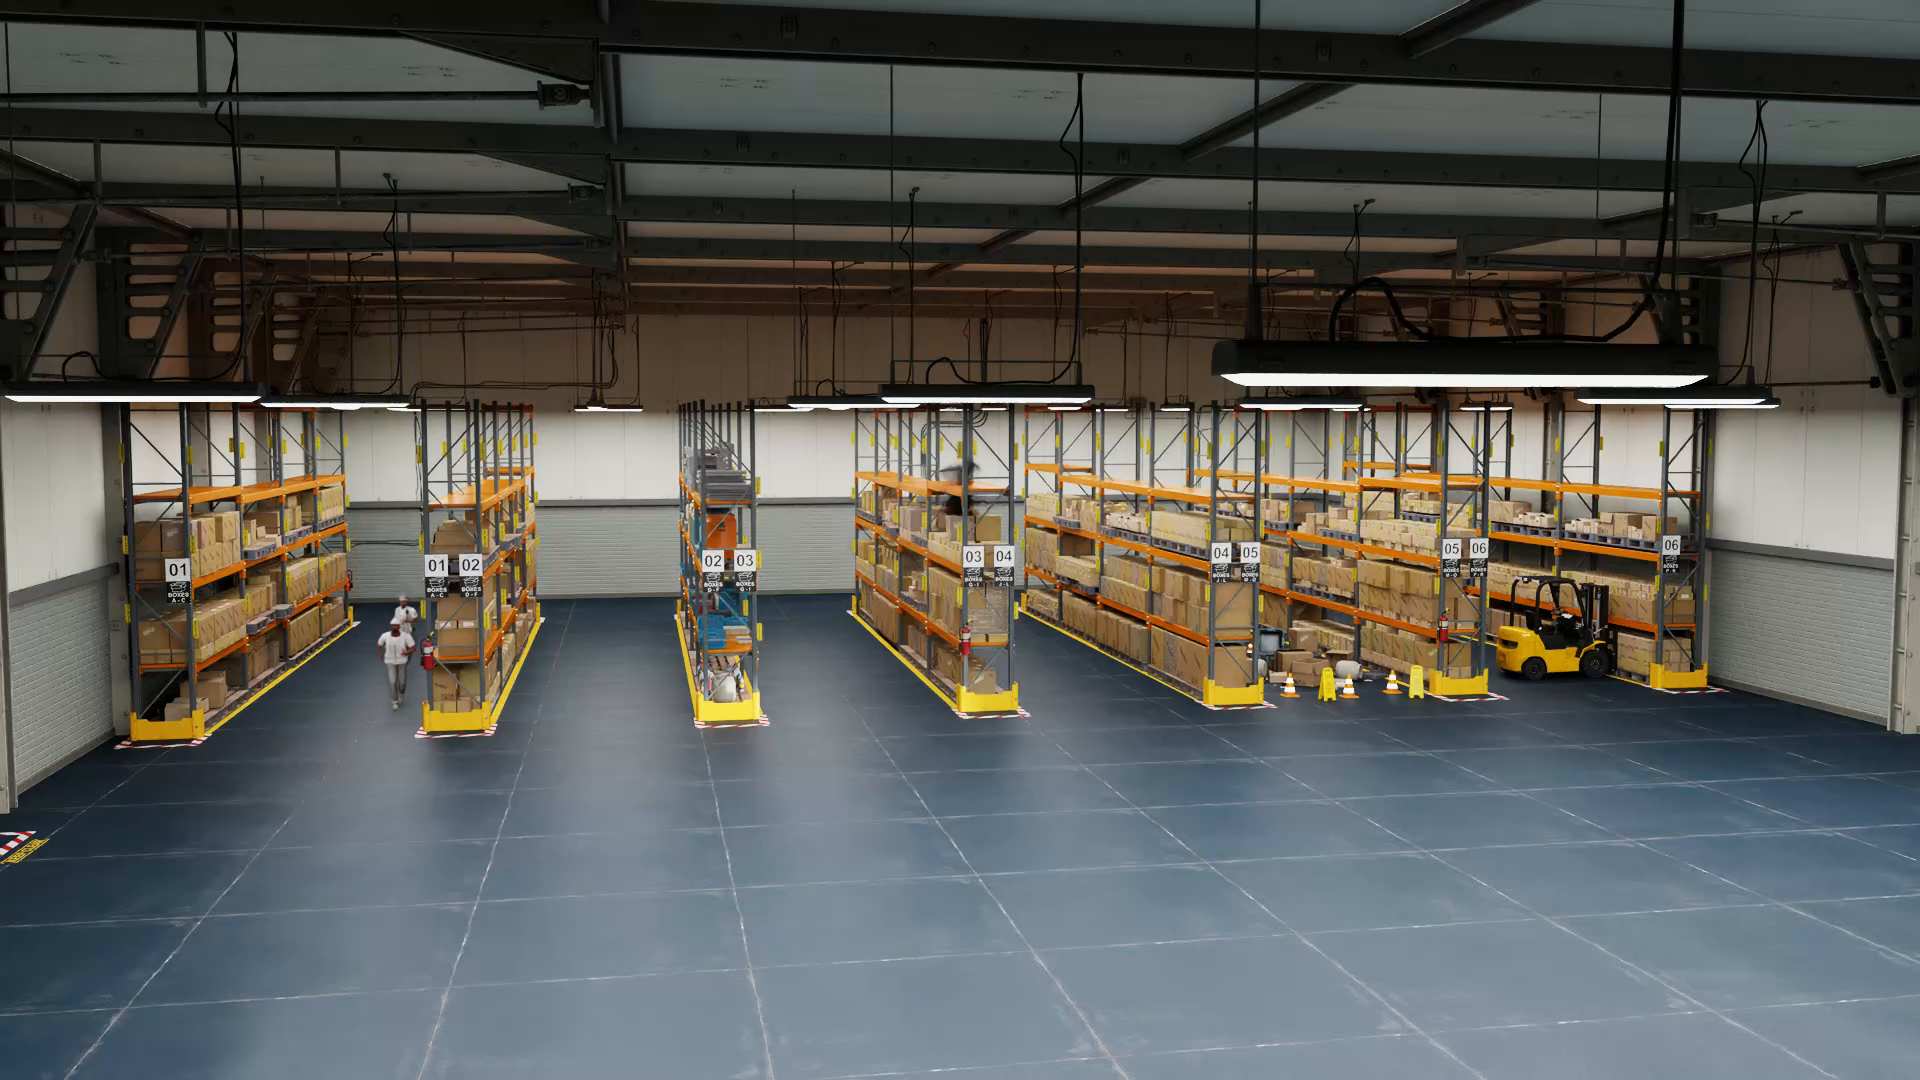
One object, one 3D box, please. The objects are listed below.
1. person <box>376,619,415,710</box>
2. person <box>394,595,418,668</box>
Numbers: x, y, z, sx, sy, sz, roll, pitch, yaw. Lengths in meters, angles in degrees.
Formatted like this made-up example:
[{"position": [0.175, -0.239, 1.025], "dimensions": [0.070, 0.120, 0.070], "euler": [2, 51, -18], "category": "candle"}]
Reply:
[{"position": [-10.974, 2.407, 32.366], "dimensions": [0.727, 1.752, 0.780], "euler": [-1, 5, -17], "category": "person"}, {"position": [-12.345, 2.083, 37.071], "dimensions": [0.559, 1.736, 0.853], "euler": [-1, 4, -8], "category": "person"}]
